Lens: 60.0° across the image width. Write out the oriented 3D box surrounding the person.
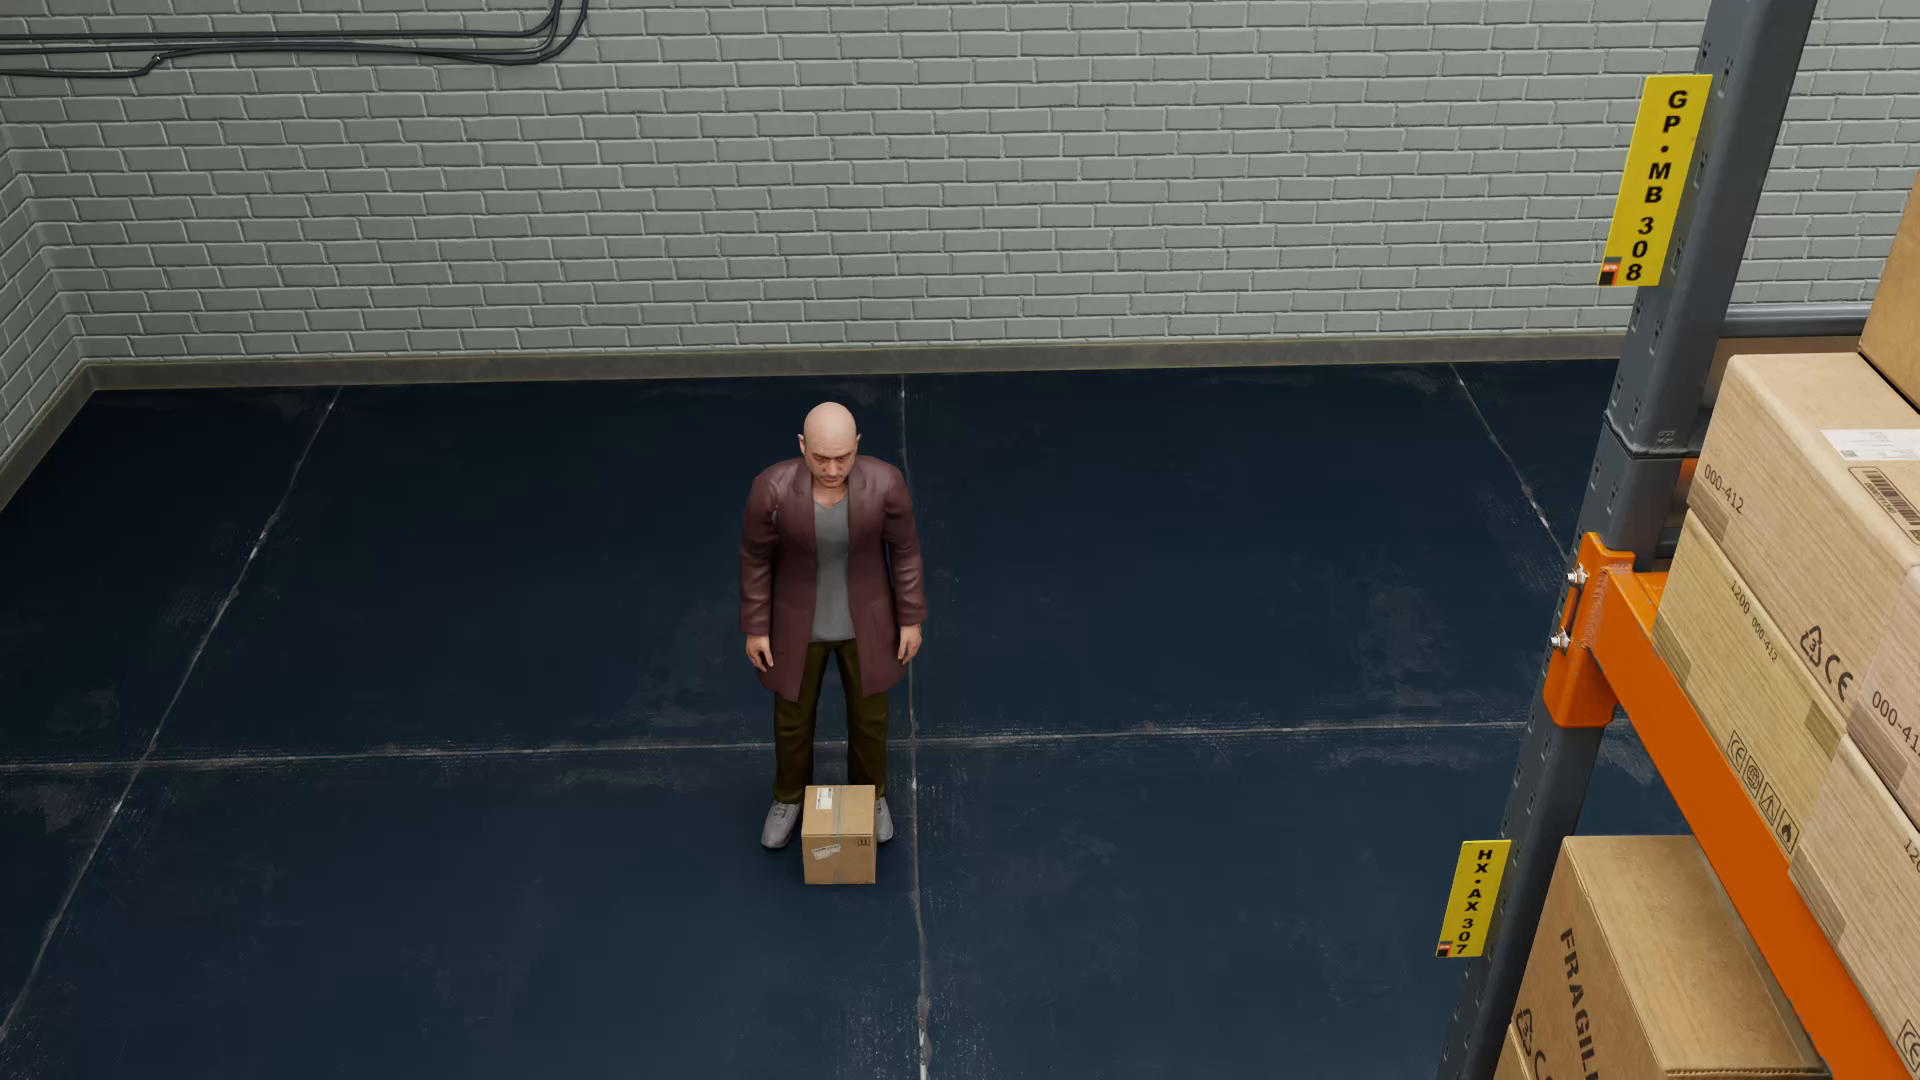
[{"bbox_3d":[-0.435,0.291,5.739,0.654,1.774,0.420,-3,35,-5],"label":"person"}]
